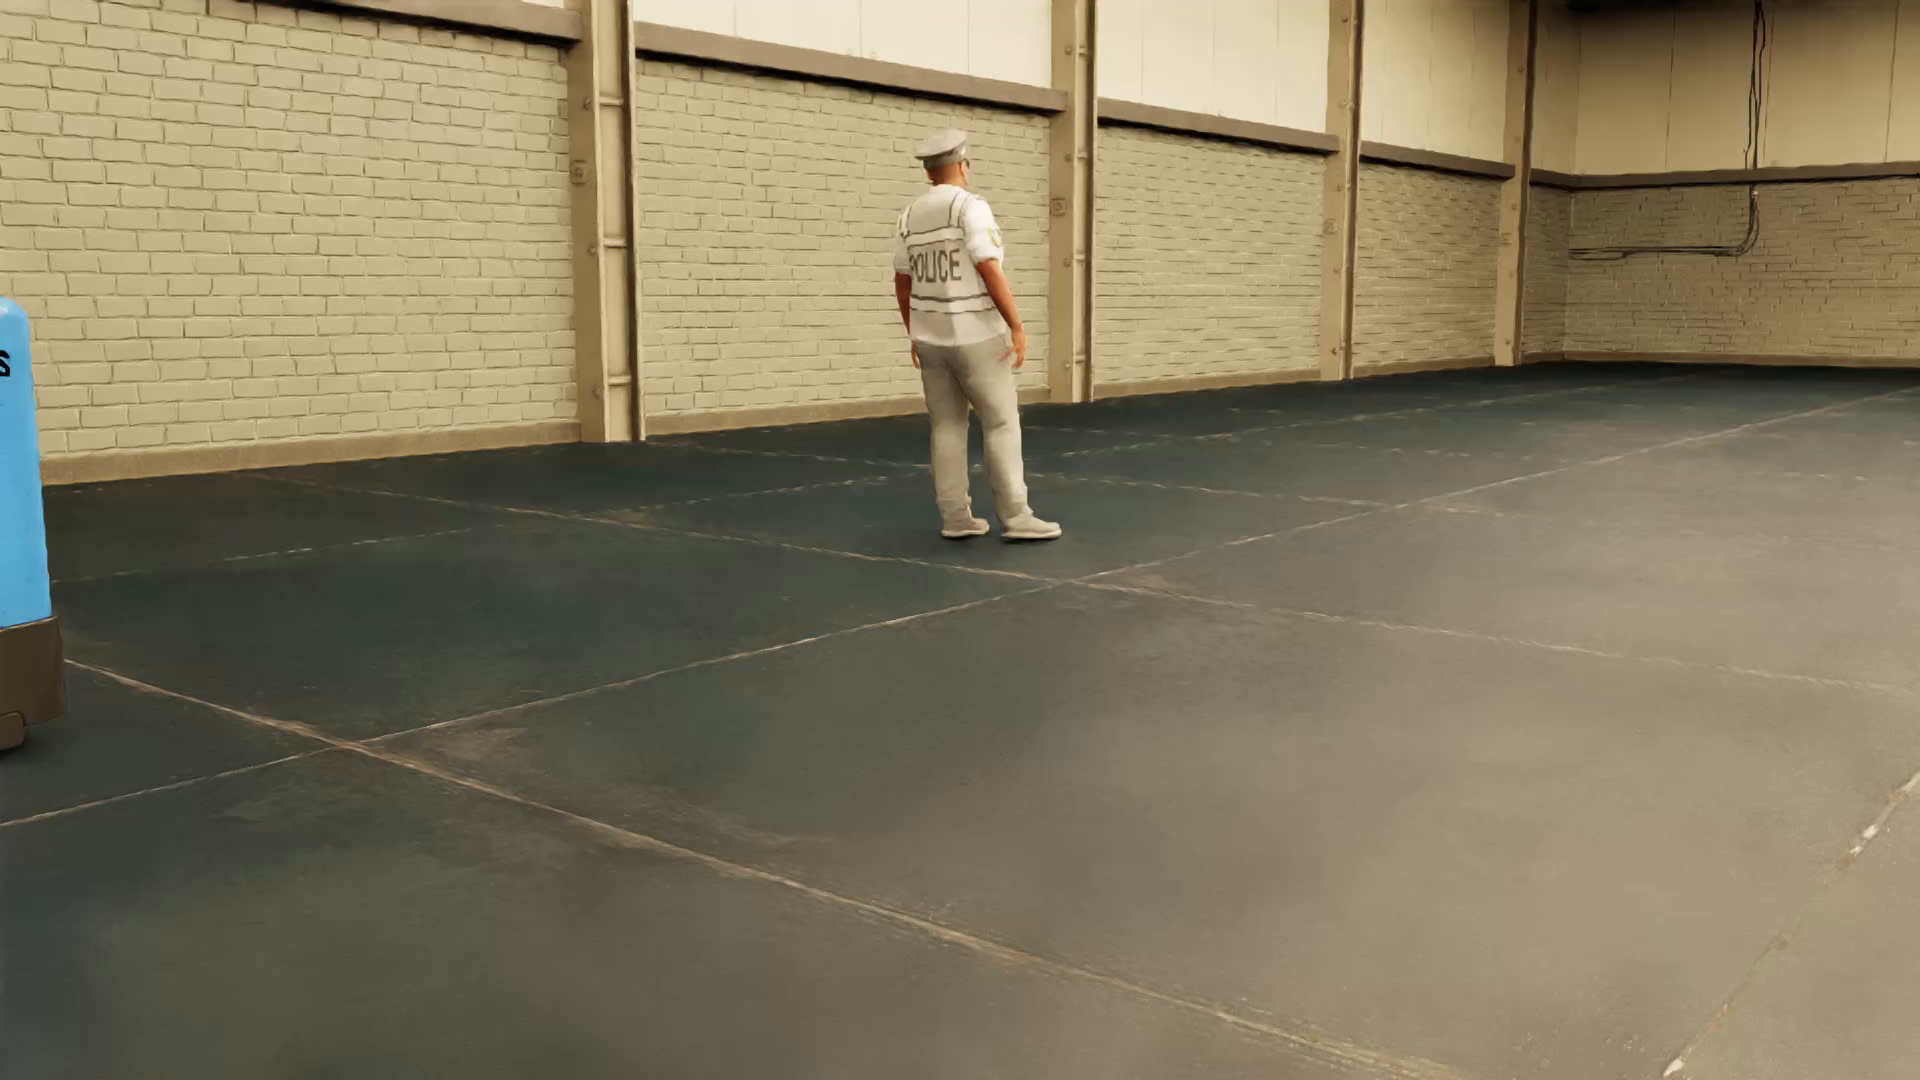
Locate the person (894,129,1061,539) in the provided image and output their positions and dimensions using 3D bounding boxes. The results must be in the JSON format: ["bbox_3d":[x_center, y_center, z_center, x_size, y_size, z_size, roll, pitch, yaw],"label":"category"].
[{"bbox_3d":[0.058,-0.893,7.328,0.640,1.773,0.574,7,11,38],"label":"person"}]

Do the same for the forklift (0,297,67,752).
[{"bbox_3d":[-3.128,-0.782,2.627,1.130,2.935,3.031,3,9,19],"label":"forklift"}]
